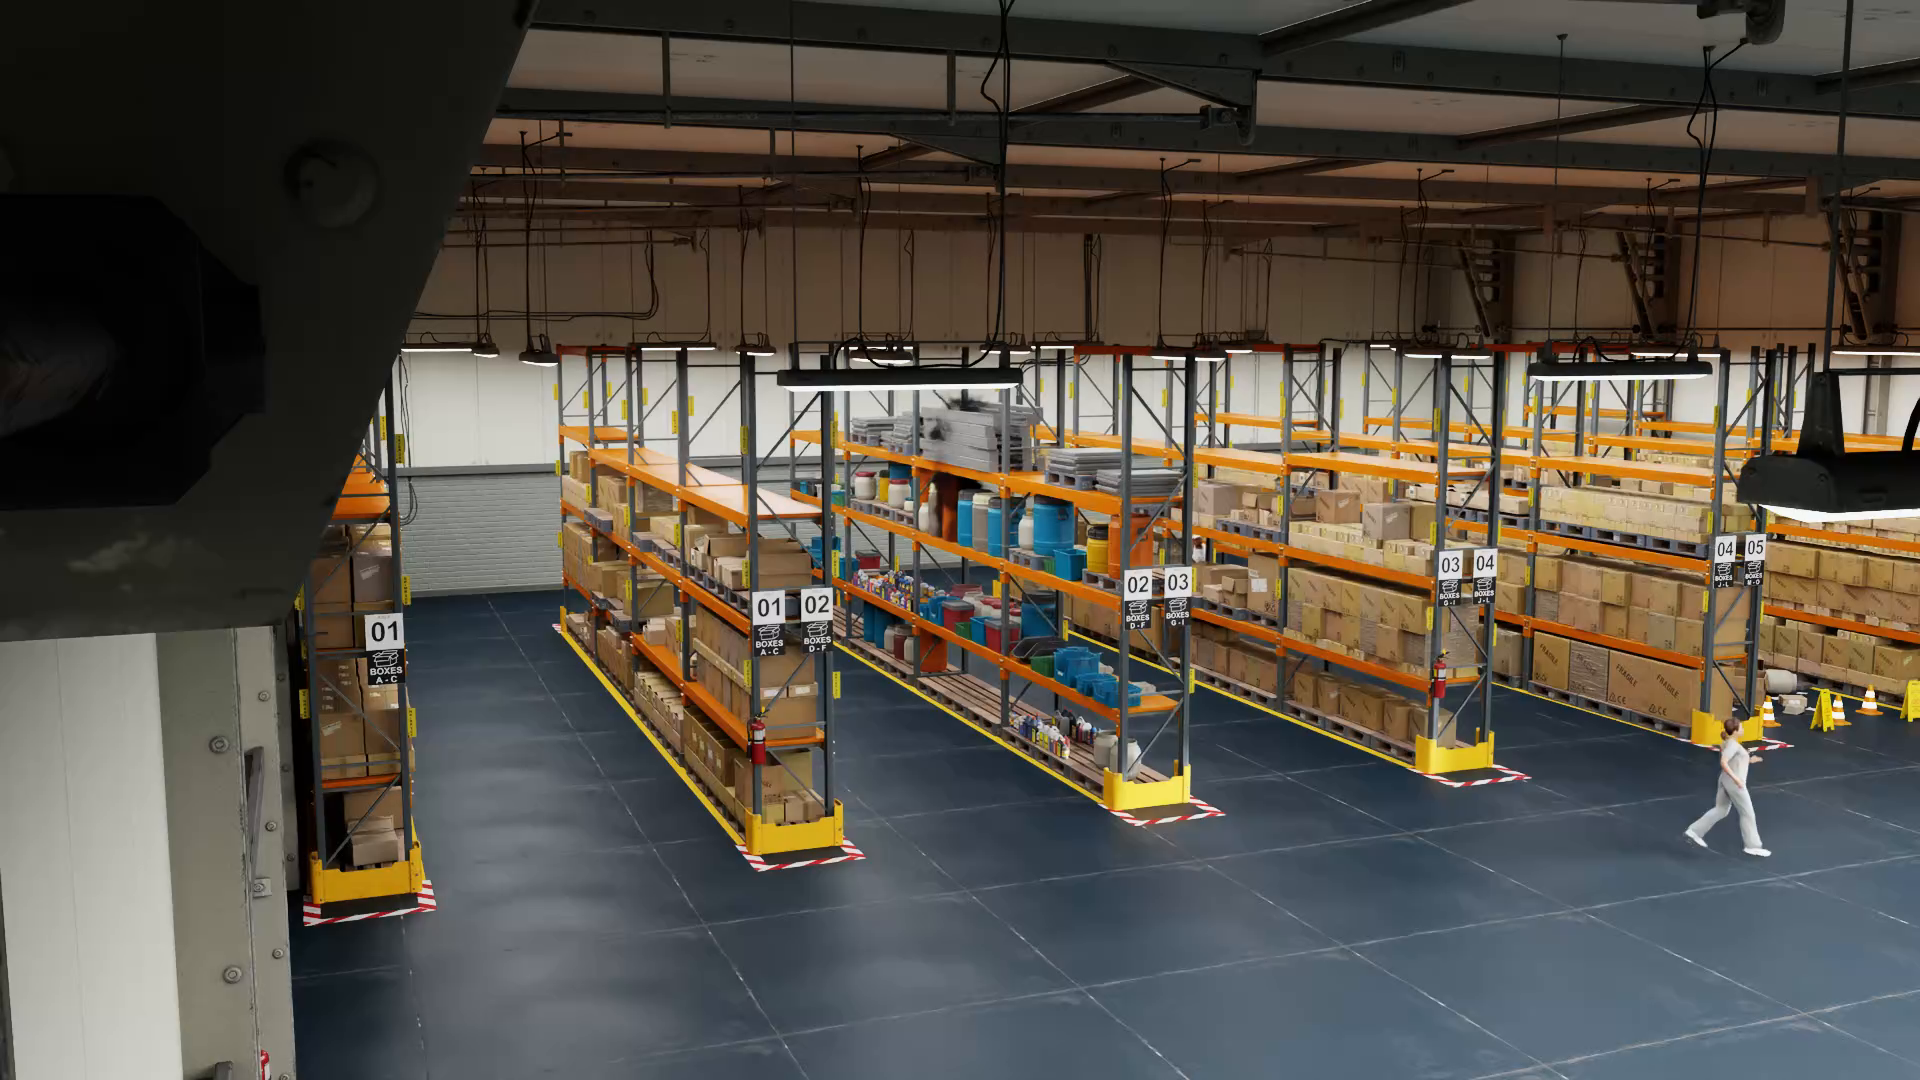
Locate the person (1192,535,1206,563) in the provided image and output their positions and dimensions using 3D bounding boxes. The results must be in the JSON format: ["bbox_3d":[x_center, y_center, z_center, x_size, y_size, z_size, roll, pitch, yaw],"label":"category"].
[{"bbox_3d":[5.328,0.735,37.153,0.696,1.824,0.914,-2,7,-12],"label":"person"}]

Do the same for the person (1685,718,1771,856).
[{"bbox_3d":[9.261,2.950,19.961,0.966,1.659,0.562,1,7,5],"label":"person"}]
